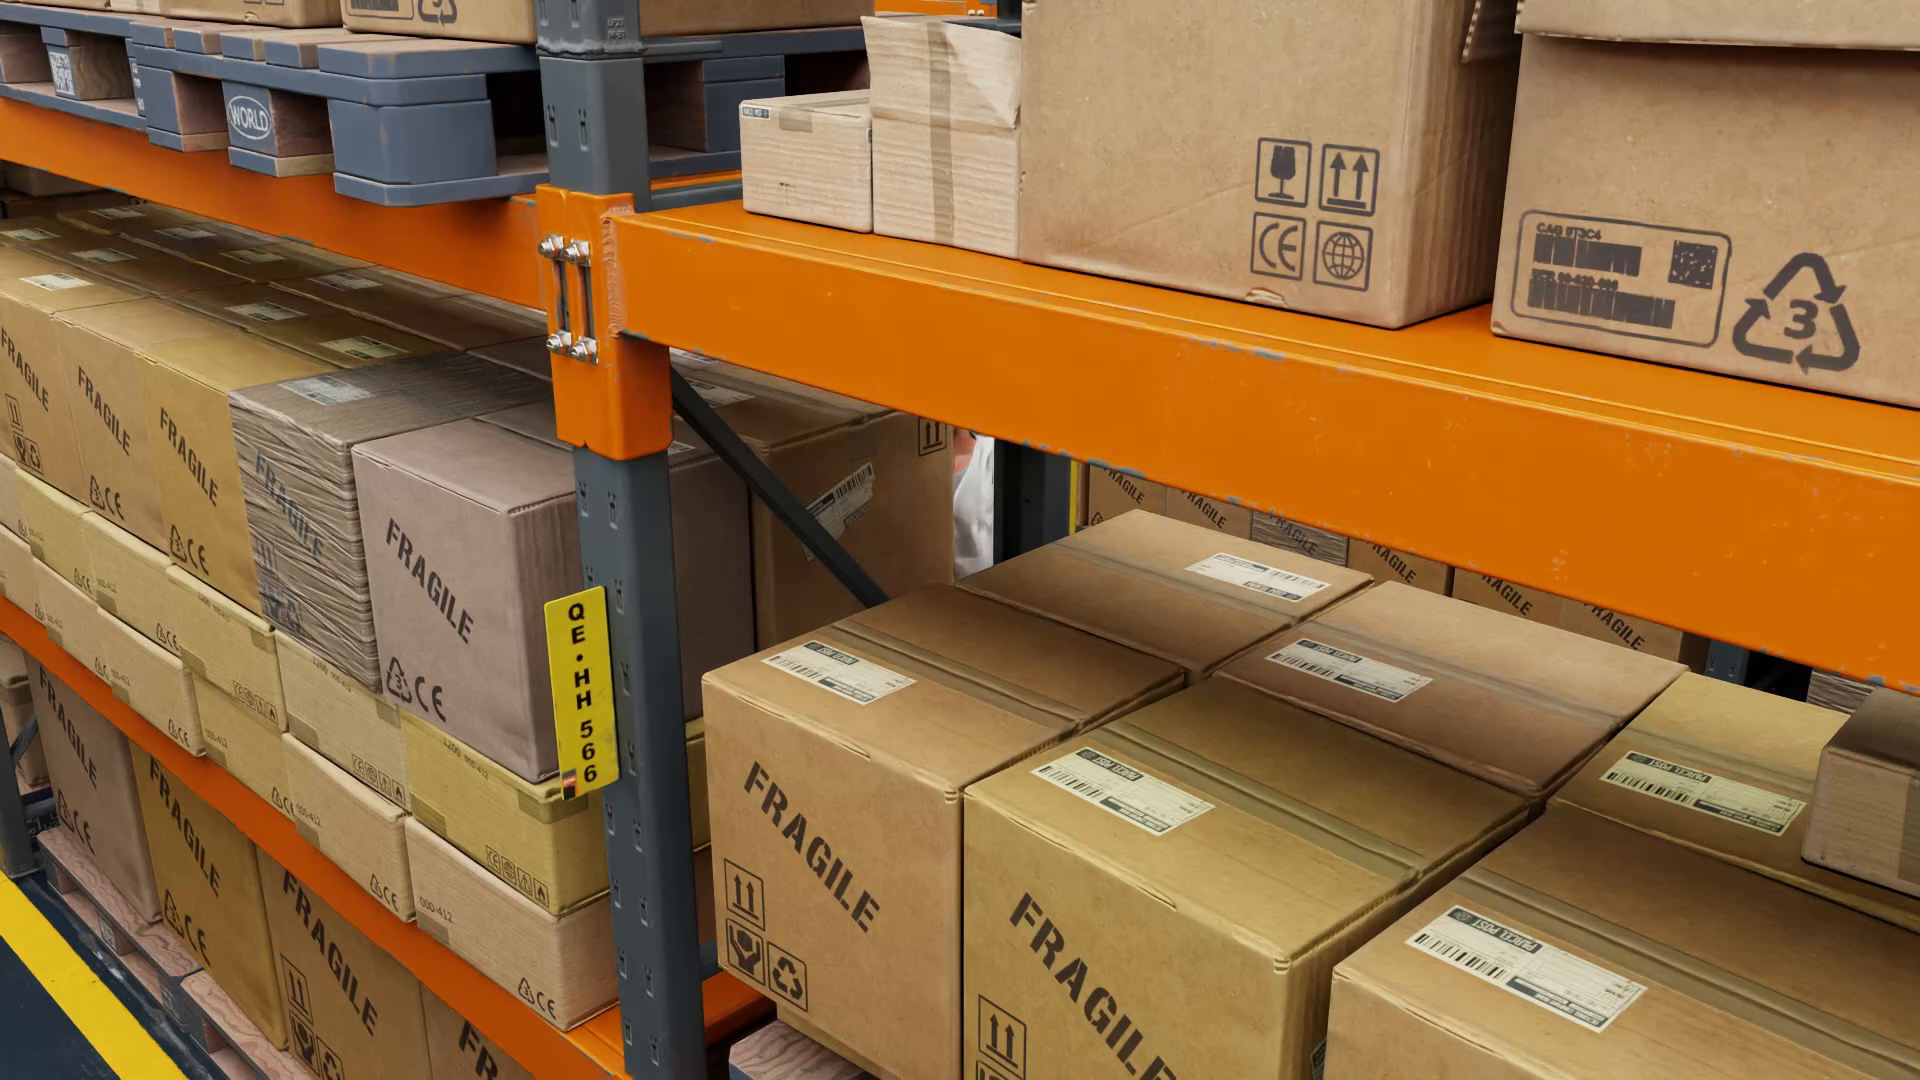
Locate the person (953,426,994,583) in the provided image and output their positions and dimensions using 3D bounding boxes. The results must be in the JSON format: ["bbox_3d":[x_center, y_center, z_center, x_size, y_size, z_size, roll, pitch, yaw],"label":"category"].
[{"bbox_3d":[0.022,0.234,6.012,0.714,1.713,0.519,7,21,18],"label":"person"}]
